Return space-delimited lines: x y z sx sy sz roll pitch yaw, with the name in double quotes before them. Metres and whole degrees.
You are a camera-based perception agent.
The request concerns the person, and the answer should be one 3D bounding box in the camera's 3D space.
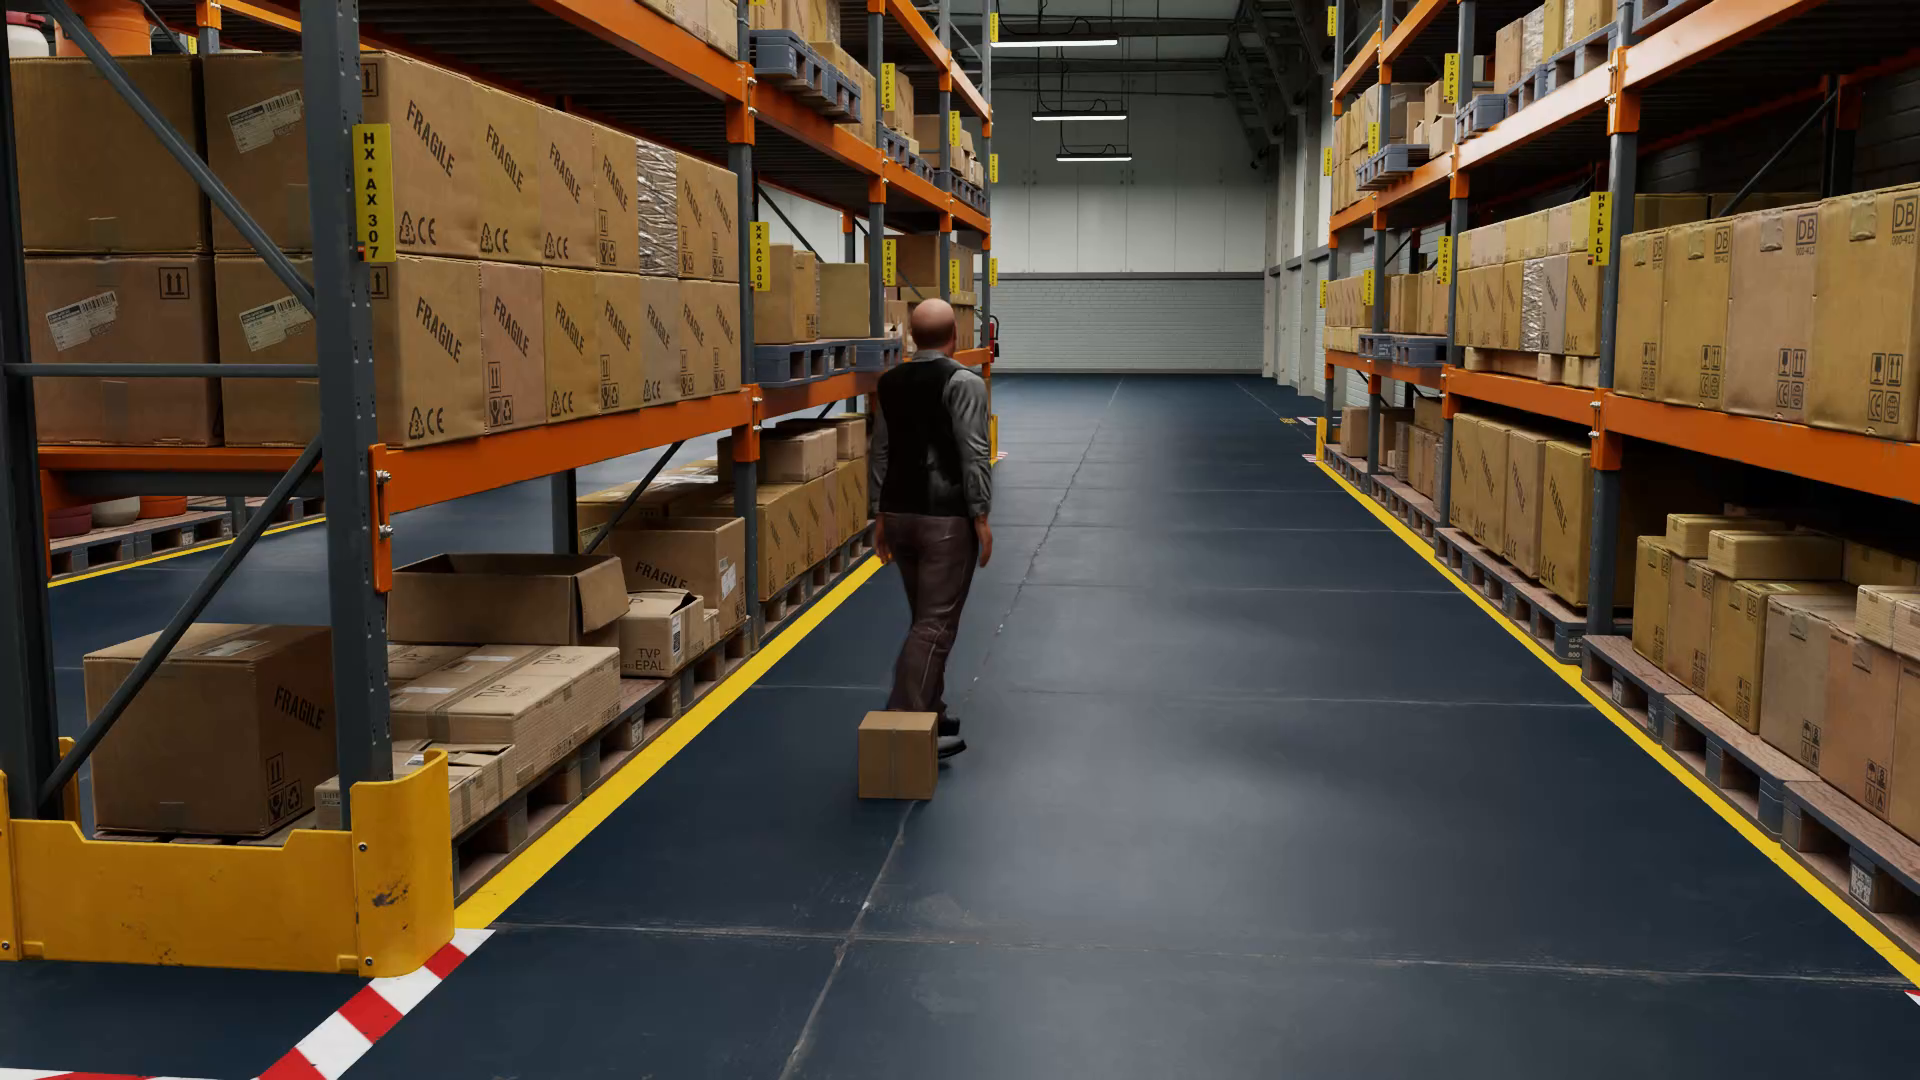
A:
"person" -0.135 -0.052 6.291 0.563 1.711 0.563 7 10 43
